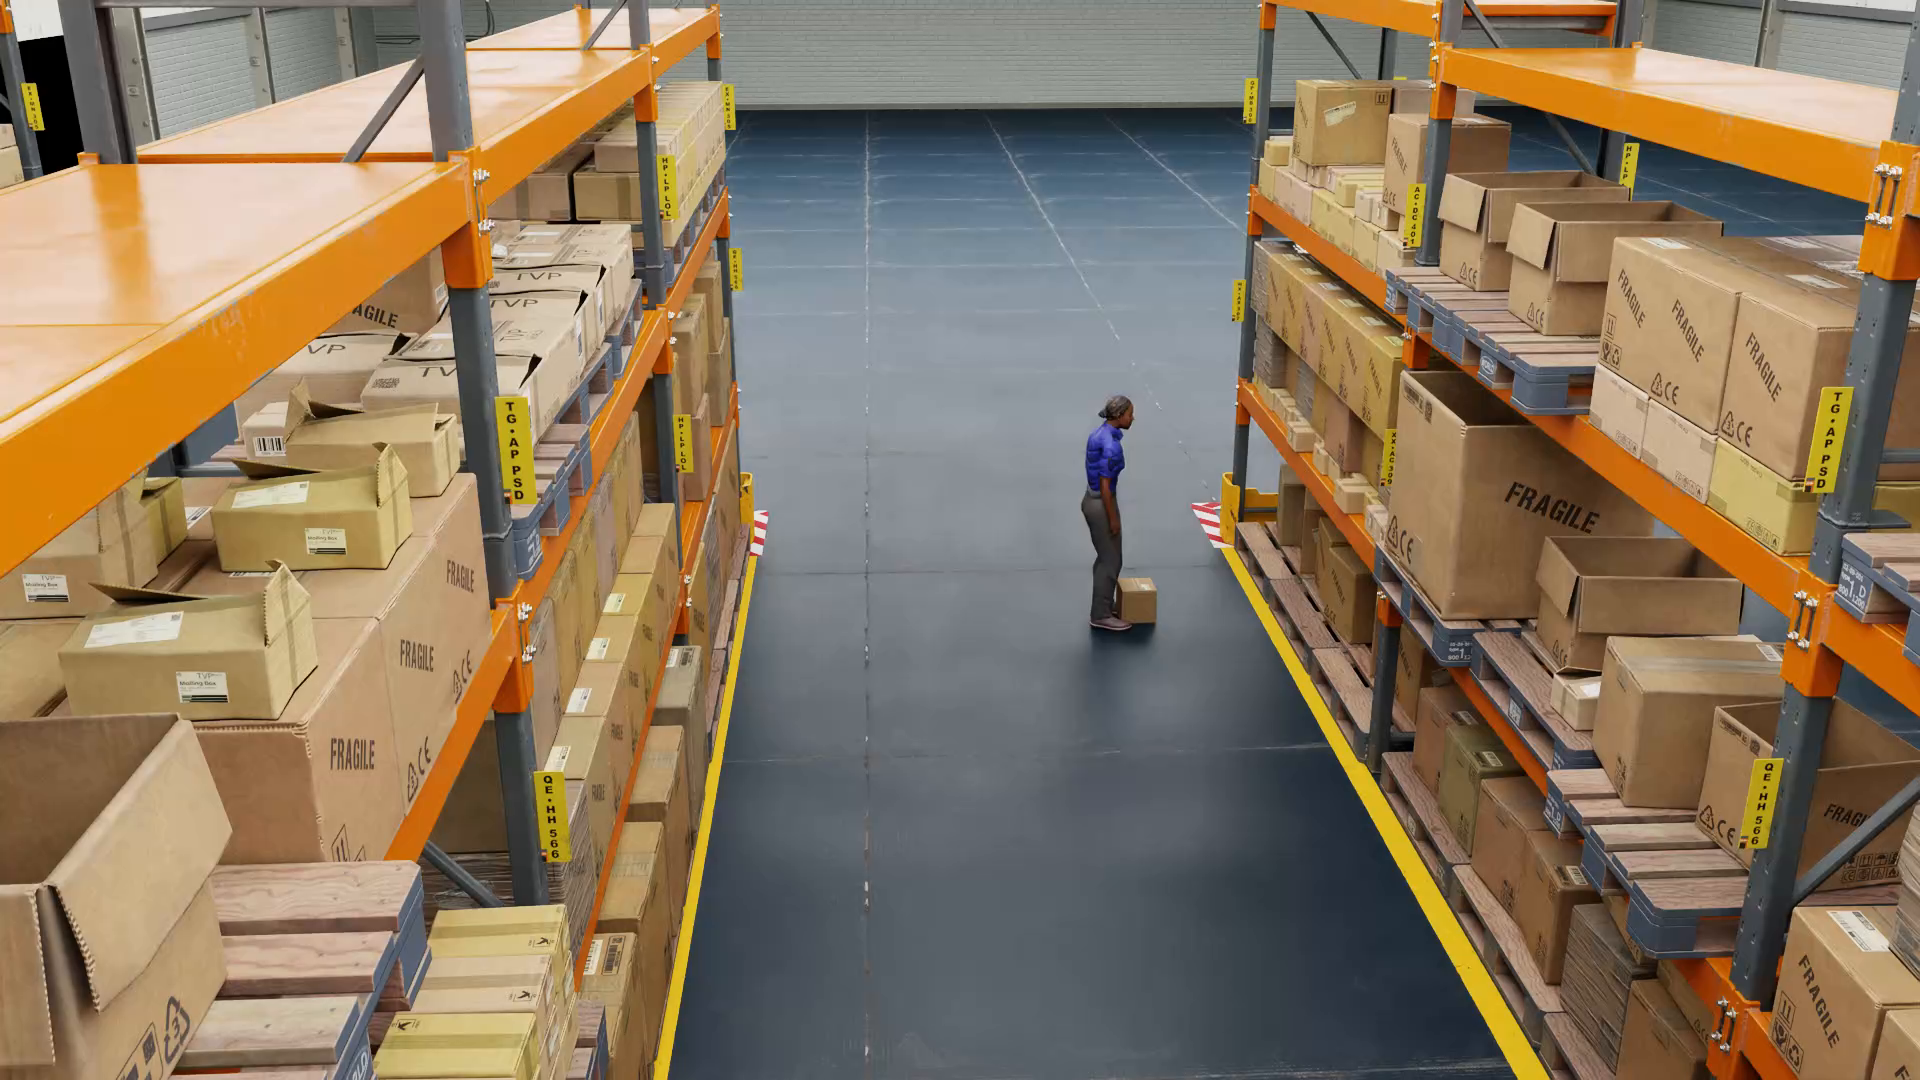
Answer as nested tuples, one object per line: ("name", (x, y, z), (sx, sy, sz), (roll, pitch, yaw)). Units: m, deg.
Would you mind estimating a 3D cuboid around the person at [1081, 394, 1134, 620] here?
("person", (1.028, -0.247, 11.647), (0.349, 1.585, 0.492), (-1, 21, -3))
